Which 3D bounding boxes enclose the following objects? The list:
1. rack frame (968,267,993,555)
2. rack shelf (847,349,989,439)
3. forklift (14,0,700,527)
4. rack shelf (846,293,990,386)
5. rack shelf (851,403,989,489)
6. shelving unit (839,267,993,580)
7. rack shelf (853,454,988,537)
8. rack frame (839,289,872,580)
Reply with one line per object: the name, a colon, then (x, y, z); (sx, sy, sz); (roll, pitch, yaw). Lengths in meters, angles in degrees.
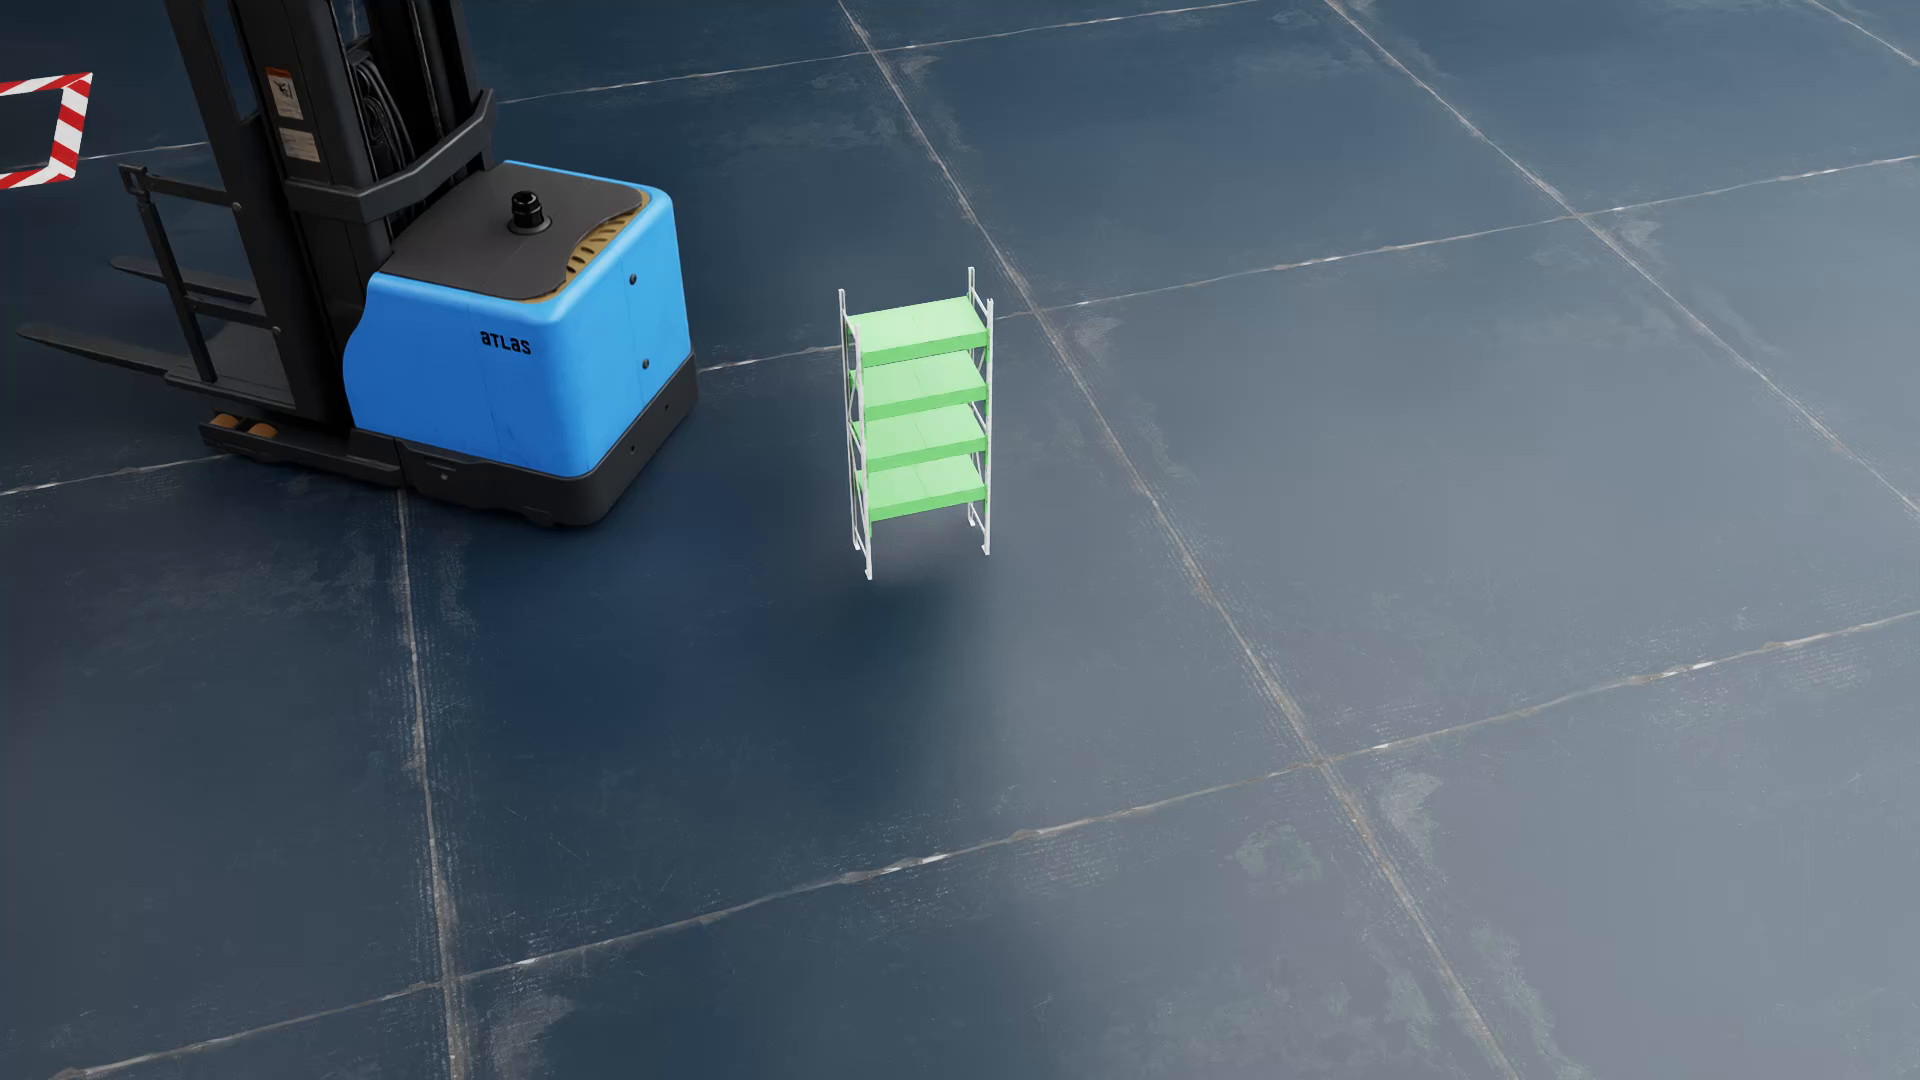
rack frame: (0.075, -0.467, 6.373); (0.015, 1.200, 0.240); (-12, 42, -13)
rack shelf: (-0.158, -0.552, 6.202); (0.480, 0.148, 0.258); (-12, 42, -13)
forklift: (-2.726, -1.749, 6.524); (3.031, 2.935, 1.130); (13, 43, 15)
rack shelf: (-0.158, -0.732, 6.044); (0.480, 0.148, 0.258); (-12, 42, -13)
rack shelf: (-0.158, -0.371, 6.360); (0.480, 0.148, 0.258); (-12, 42, -13)
shelving unit: (-0.158, -0.419, 6.318); (0.503, 1.200, 0.258); (-12, 42, -13)
rack shelf: (-0.158, -0.190, 6.518); (0.480, 0.148, 0.258); (-12, 42, -13)
rack frame: (-0.391, -0.371, 6.263); (0.015, 1.200, 0.240); (-12, 42, -13)
